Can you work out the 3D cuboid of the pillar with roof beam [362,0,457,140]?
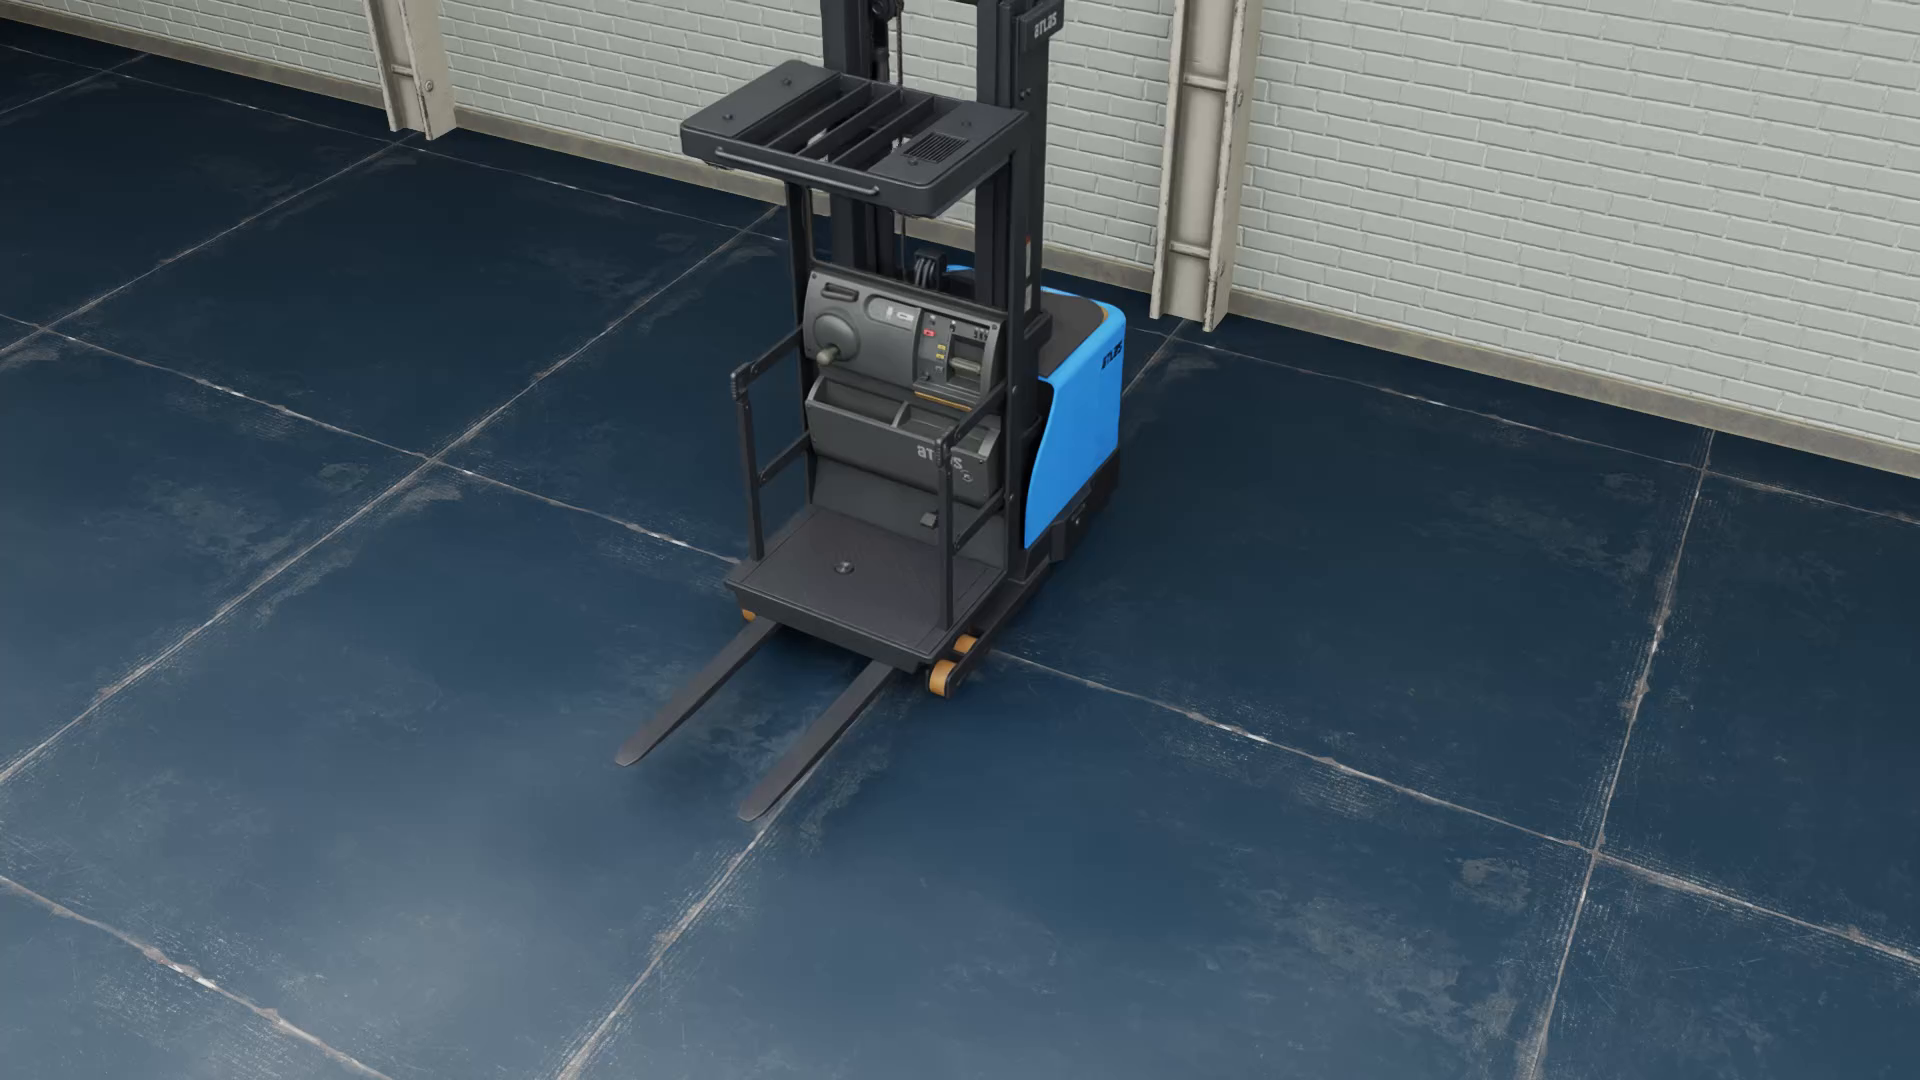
[{"bbox_3d":[-5.922,-4.312,6.487,0.400,9.000,9.100,17,41,21],"label":"pillar with roof beam"}]

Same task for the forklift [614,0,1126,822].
[{"bbox_3d":[-0.358,-0.793,6.870,1.130,2.935,3.031,19,41,23],"label":"forklift"}]

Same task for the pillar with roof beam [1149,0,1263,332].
[{"bbox_3d":[-0.594,-2.643,4.290,0.400,9.000,9.100,17,41,21],"label":"pillar with roof beam"}]
